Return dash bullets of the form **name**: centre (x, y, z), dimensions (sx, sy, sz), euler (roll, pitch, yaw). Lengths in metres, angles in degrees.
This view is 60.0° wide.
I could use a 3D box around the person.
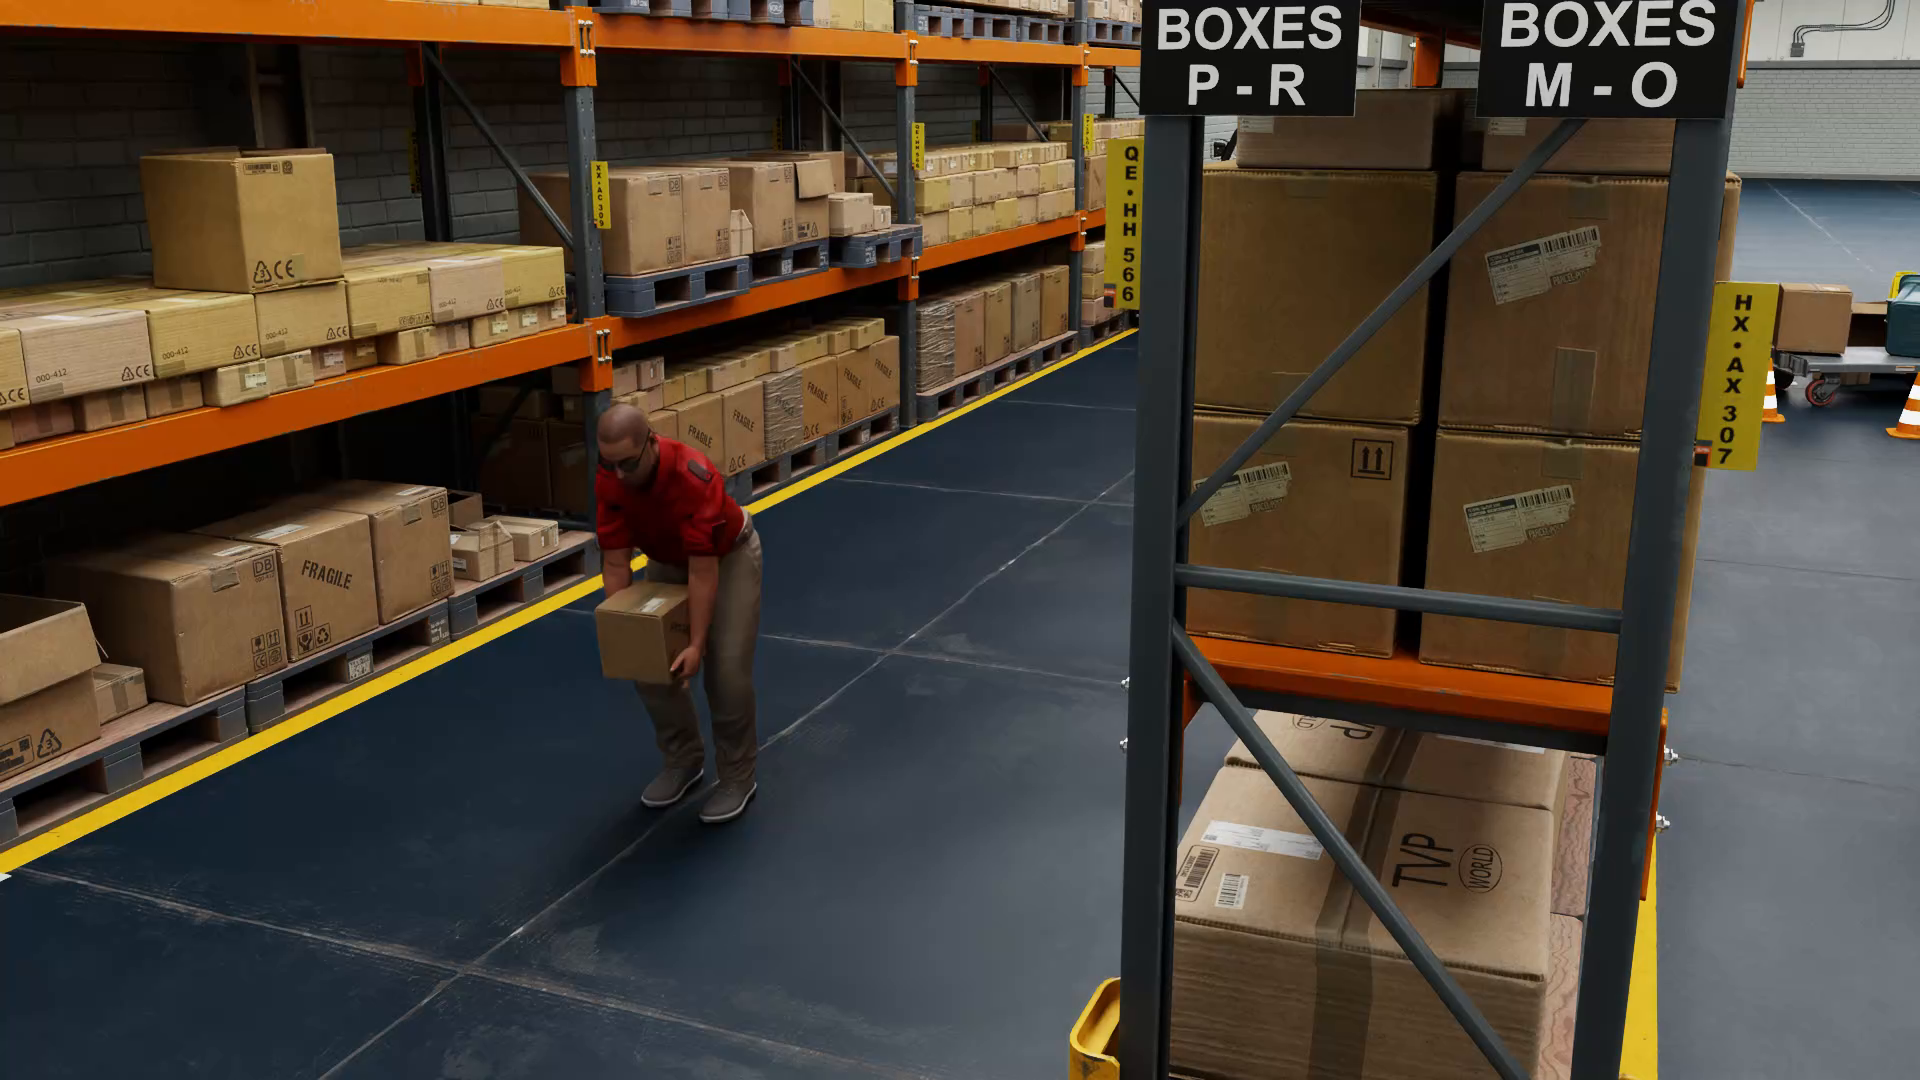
- **person**: centre (-0.958, 0.238, 5.616), dimensions (0.477, 1.509, 0.779), euler (6, 16, 20)
